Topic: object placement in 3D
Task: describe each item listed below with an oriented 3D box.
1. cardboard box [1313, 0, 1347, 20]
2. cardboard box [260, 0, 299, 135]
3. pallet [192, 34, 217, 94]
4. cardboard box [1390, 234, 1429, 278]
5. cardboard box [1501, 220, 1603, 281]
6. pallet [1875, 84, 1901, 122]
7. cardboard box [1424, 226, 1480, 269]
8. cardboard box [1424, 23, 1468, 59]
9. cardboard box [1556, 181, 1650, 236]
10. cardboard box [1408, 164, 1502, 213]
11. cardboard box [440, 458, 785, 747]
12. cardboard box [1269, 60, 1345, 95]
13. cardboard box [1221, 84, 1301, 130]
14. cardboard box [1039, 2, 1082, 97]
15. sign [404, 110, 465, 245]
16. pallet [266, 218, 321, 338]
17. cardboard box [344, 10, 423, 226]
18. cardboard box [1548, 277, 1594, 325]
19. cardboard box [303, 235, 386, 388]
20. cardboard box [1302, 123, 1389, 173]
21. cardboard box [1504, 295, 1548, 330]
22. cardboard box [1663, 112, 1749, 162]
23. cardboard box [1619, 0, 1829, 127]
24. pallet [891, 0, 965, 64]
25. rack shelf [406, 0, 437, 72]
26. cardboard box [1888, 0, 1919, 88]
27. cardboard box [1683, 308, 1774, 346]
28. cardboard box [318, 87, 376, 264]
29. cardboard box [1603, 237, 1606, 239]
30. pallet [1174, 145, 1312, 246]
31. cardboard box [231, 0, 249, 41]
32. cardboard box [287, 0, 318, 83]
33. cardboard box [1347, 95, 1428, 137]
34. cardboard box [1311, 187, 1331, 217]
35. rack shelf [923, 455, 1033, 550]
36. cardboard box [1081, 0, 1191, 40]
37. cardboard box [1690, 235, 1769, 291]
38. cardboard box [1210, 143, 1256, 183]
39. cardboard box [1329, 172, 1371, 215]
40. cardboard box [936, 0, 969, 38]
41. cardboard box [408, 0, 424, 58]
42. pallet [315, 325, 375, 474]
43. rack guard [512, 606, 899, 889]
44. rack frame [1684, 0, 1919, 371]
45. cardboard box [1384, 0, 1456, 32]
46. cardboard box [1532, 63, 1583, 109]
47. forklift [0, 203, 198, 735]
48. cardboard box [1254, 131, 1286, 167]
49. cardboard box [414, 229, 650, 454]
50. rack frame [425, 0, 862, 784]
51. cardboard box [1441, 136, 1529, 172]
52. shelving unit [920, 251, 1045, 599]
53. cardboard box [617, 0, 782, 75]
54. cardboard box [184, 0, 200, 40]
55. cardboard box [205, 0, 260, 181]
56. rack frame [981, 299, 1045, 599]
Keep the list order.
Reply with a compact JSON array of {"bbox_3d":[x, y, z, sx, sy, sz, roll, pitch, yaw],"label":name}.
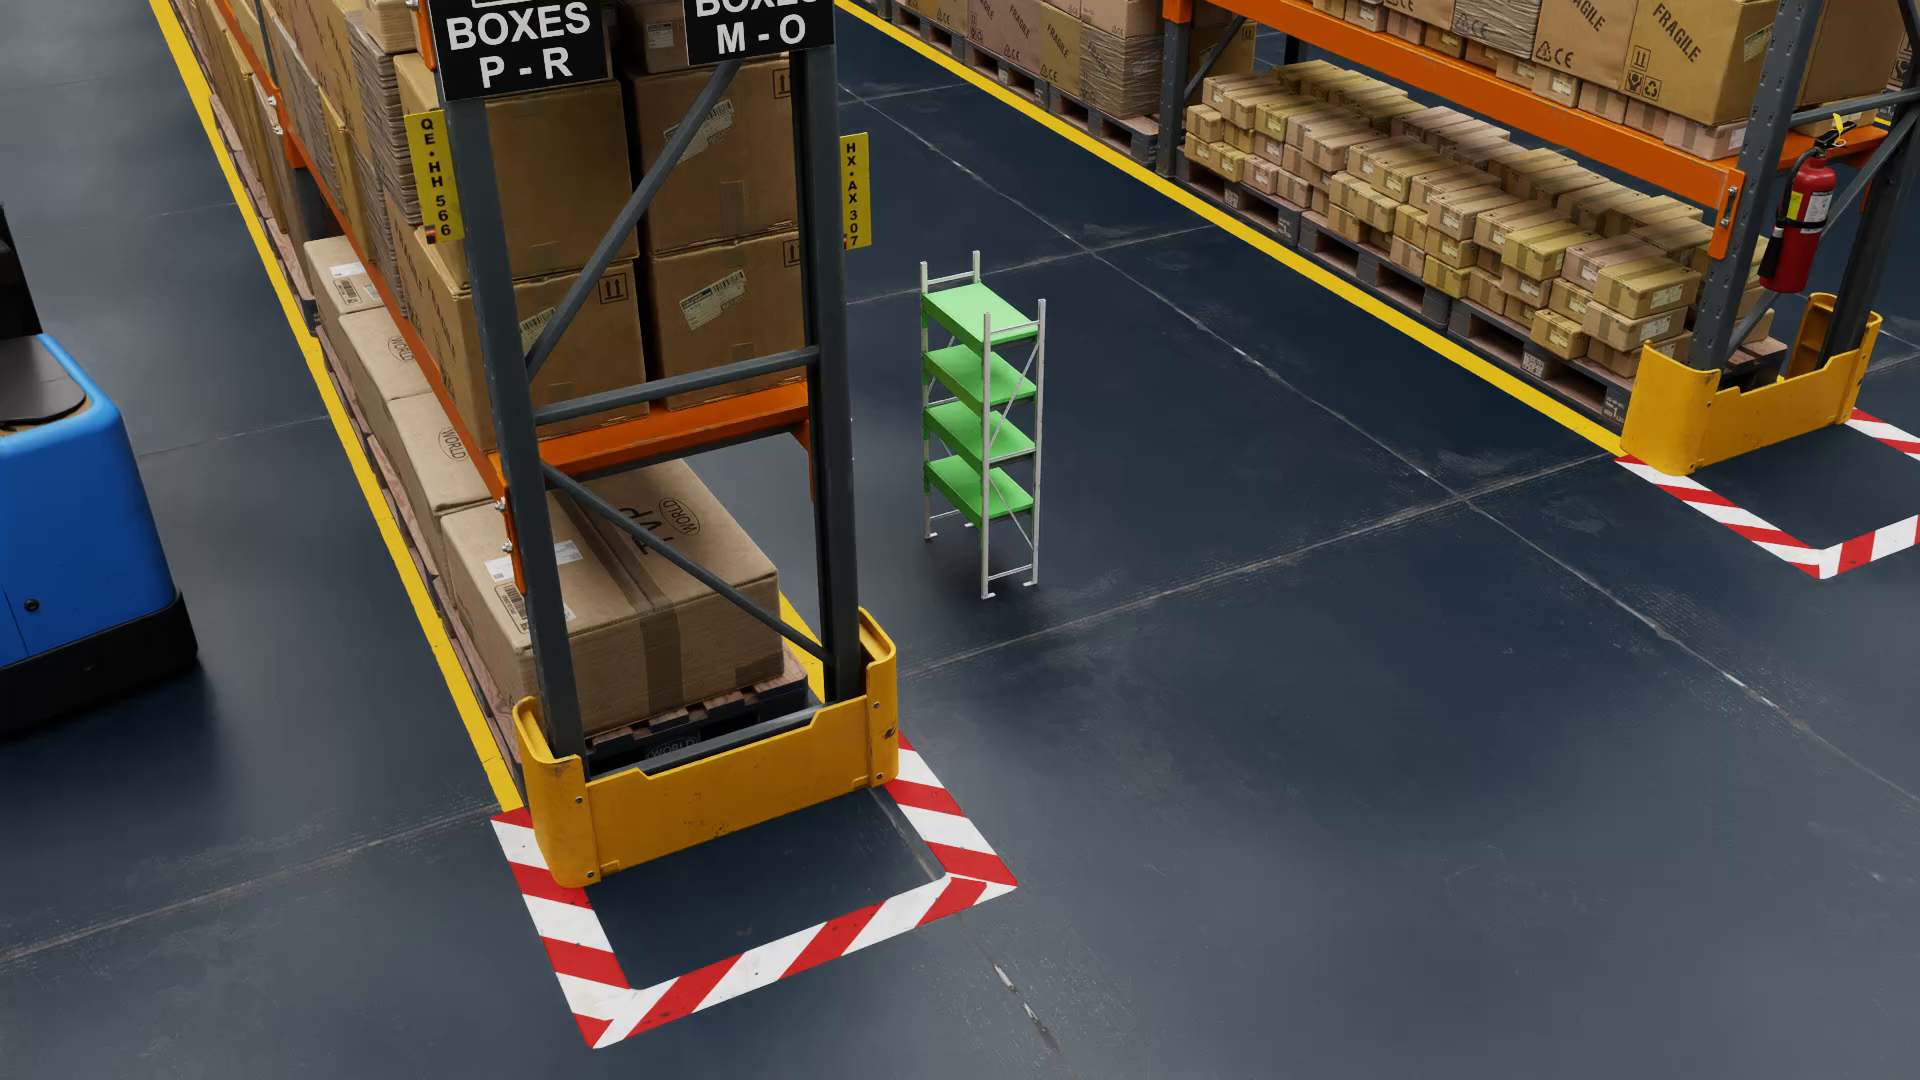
[{"bbox_3d":[2.059,-2.816,8.598,0.380,0.149,0.250,-15,36,-22],"label":"cardboard box"},{"bbox_3d":[-2.667,-2.085,7.131,0.500,0.500,0.500,-15,35,-22],"label":"cardboard box"},{"bbox_3d":[-4.882,-3.441,11.925,1.003,0.211,1.213,-16,36,-23],"label":"pallet"},{"bbox_3d":[2.446,-1.493,8.554,0.380,0.149,0.250,-15,36,-22],"label":"cardboard box"},{"bbox_3d":[2.772,-1.359,7.793,0.380,0.149,0.250,-17,36,-24],"label":"cardboard box"},{"bbox_3d":[6.398,-3.269,11.656,1.003,0.211,1.213,-16,36,-23],"label":"pallet"},{"bbox_3d":[2.548,-1.490,8.273,0.380,0.149,0.250,-15,36,-22],"label":"cardboard box"},{"bbox_3d":[2.480,-2.455,8.035,0.380,0.149,0.250,-15,36,-22],"label":"cardboard box"},{"bbox_3d":[3.171,-1.631,8.217,0.380,0.149,0.250,-18,37,-25],"label":"cardboard box"},{"bbox_3d":[2.508,-1.766,8.429,0.380,0.149,0.250,-17,36,-25],"label":"cardboard box"},{"bbox_3d":[-1.185,0.188,5.661,0.875,0.438,0.875,-17,36,-25],"label":"cardboard box"},{"bbox_3d":[2.074,-2.749,9.962,0.380,0.149,0.250,-15,36,-22],"label":"cardboard box"},{"bbox_3d":[1.731,-2.490,9.558,0.380,0.149,0.250,-14,35,-21],"label":"cardboard box"},{"bbox_3d":[0.871,-3.285,11.025,0.500,0.500,0.500,-17,36,-24],"label":"cardboard box"},{"bbox_3d":[-1.276,-0.881,4.052,0.100,0.325,0.005,-16,36,-23],"label":"sign"},{"bbox_3d":[-3.080,-1.508,8.908,1.003,0.211,1.213,-16,36,-23],"label":"pallet"},{"bbox_3d":[-1.494,-1.299,4.978,0.500,0.500,0.500,-16,36,-23],"label":"cardboard box"},{"bbox_3d":[2.970,-1.137,7.722,0.380,0.149,0.250,-17,36,-24],"label":"cardboard box"},{"bbox_3d":[-2.456,-1.104,7.679,0.875,0.438,0.875,-16,36,-24],"label":"cardboard box"},{"bbox_3d":[2.081,-2.121,8.982,0.380,0.149,0.250,-15,36,-22],"label":"cardboard box"},{"bbox_3d":[2.857,-1.137,7.998,0.380,0.149,0.250,-16,36,-23],"label":"cardboard box"},{"bbox_3d":[3.141,-1.696,6.849,0.380,0.149,0.250,-16,36,-23],"label":"cardboard box"},{"bbox_3d":[3.106,-2.034,6.776,0.500,0.500,0.500,-15,36,-22],"label":"cardboard box"},{"bbox_3d":[0.176,-3.988,12.778,1.003,0.211,1.213,-16,36,-23],"label":"pallet"},{"bbox_3d":[-1.722,-2.339,5.506,1.077,0.370,4.000,-16,36,-23],"label":"rack shelf"},{"bbox_3d":[6.769,-3.343,10.768,0.875,0.875,0.875,-16,36,-23],"label":"cardboard box"},{"bbox_3d":[3.582,-1.024,7.822,0.380,0.149,0.250,-15,36,-22],"label":"cardboard box"},{"bbox_3d":[-1.970,-1.359,5.998,0.500,0.500,0.500,-15,35,-22],"label":"cardboard box"},{"bbox_3d":[3.256,-1.373,8.090,0.380,0.149,0.250,-15,36,-23],"label":"cardboard box"},{"bbox_3d":[2.022,-2.140,9.895,1.003,0.211,1.213,-16,36,-23],"label":"pallet"},{"bbox_3d":[-3.323,-2.664,8.266,0.500,0.250,0.500,-16,36,-24],"label":"cardboard box"},{"bbox_3d":[-2.187,-2.018,6.099,0.500,0.500,0.500,-15,36,-22],"label":"cardboard box"},{"bbox_3d":[2.403,-2.376,9.381,0.380,0.149,0.250,-15,35,-22],"label":"cardboard box"},{"bbox_3d":[2.168,-1.887,9.169,0.380,0.149,0.250,-17,37,-25],"label":"cardboard box"},{"bbox_3d":[0.077,-0.170,6.467,0.258,0.148,0.480,-16,36,-23],"label":"rack shelf"},{"bbox_3d":[1.107,-3.358,10.444,0.500,0.250,0.500,-17,36,-24],"label":"cardboard box"},{"bbox_3d":[3.599,-1.280,7.669,0.380,0.149,0.250,-18,37,-25],"label":"cardboard box"},{"bbox_3d":[1.687,-2.221,9.690,0.380,0.149,0.250,-15,35,-22],"label":"cardboard box"},{"bbox_3d":[2.199,-1.866,8.859,0.380,0.149,0.250,-16,36,-23],"label":"cardboard box"},{"bbox_3d":[0.155,-4.019,12.170,0.500,0.500,0.500,-15,36,-23],"label":"cardboard box"},{"bbox_3d":[-1.273,-1.396,4.528,0.380,0.149,0.250,-15,36,-22],"label":"cardboard box"},{"bbox_3d":[-2.369,-0.776,7.766,1.003,0.211,1.213,-16,36,-23],"label":"pallet"},{"bbox_3d":[-0.778,0.640,5.288,1.175,0.500,0.348,-16,36,-23],"label":"rack guard"},{"bbox_3d":[3.543,-1.717,6.650,1.000,3.000,0.127,-16,36,-23],"label":"rack frame"},{"bbox_3d":[2.402,-2.762,7.911,0.500,0.500,0.500,-14,35,-21],"label":"cardboard box"},{"bbox_3d":[2.788,-2.056,7.411,0.380,0.149,0.250,-15,36,-22],"label":"cardboard box"},{"bbox_3d":[-4.086,-1.196,5.899,1.130,2.935,3.031,-25,40,-33],"label":"forklift"},{"bbox_3d":[1.907,-2.269,9.489,0.380,0.149,0.250,-16,36,-23],"label":"cardboard box"},{"bbox_3d":[-1.248,-0.630,4.860,0.500,0.500,0.500,-16,36,-23],"label":"cardboard box"},{"bbox_3d":[-0.789,-0.424,4.631,1.000,3.000,0.127,-16,36,-23],"label":"rack frame"},{"bbox_3d":[2.766,-1.999,8.791,0.380,0.149,0.250,-16,36,-23],"label":"cardboard box"},{"bbox_3d":[0.077,-0.426,6.303,0.258,1.200,0.503,-16,36,-23],"label":"shelving unit"},{"bbox_3d":[-0.710,-1.399,4.533,0.380,0.149,0.250,-15,36,-22],"label":"cardboard box"},{"bbox_3d":[-5.125,-3.934,12.157,0.950,0.372,0.625,-17,36,-24],"label":"cardboard box"},{"bbox_3d":[-3.858,-2.747,9.837,0.875,0.875,0.875,-15,36,-23],"label":"cardboard box"},{"bbox_3d":[0.191,-0.310,6.121,0.240,1.200,0.015,-16,36,-23],"label":"rack frame"}]
